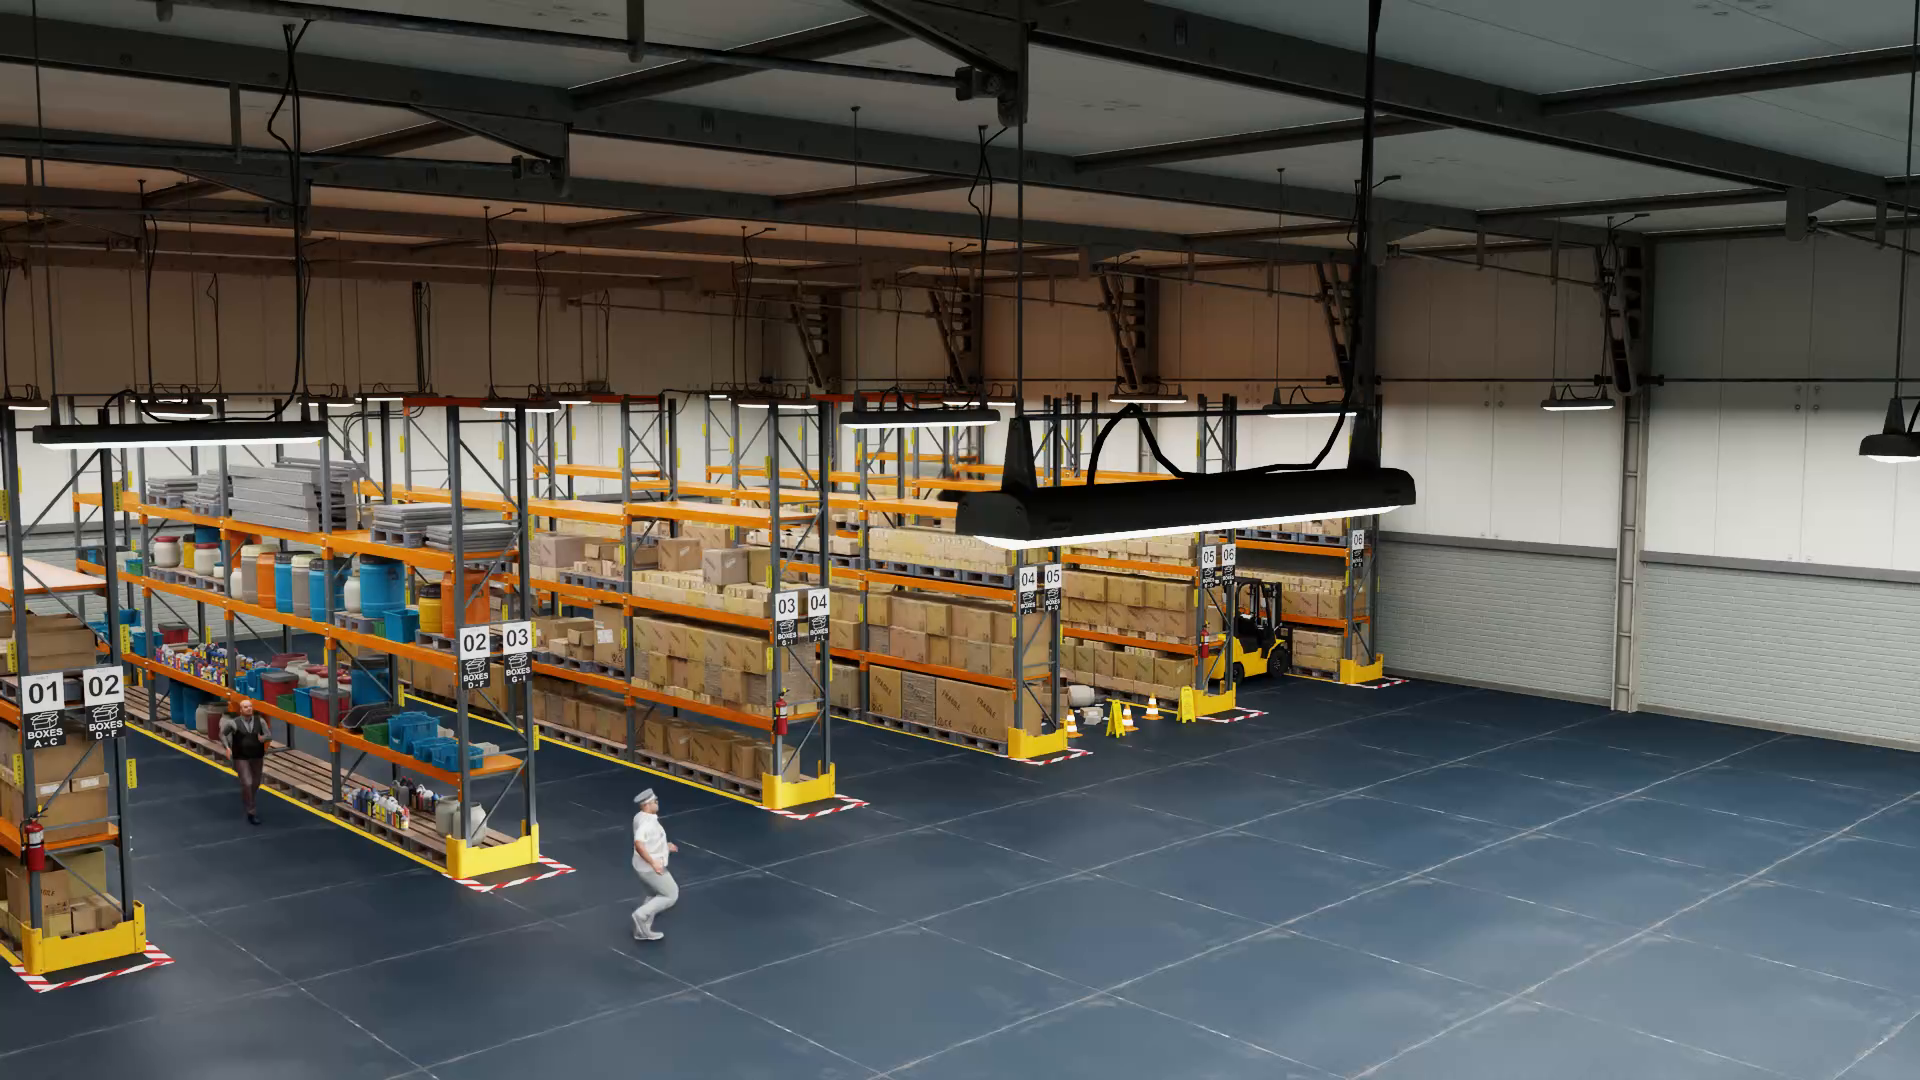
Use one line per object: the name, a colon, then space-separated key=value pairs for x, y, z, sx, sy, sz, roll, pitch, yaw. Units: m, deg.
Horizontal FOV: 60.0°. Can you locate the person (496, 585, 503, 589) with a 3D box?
person: x=-10.652 y=1.846 z=38.202 sx=0.676 sy=1.594 sz=0.734 roll=-1 pitch=6 yaw=-10

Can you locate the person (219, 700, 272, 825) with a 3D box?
person: x=-10.202 y=3.145 z=23.846 sx=0.652 sy=1.716 sz=0.960 roll=-5 pitch=8 yaw=-43

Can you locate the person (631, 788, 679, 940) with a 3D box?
person: x=-3.451 y=3.653 z=18.753 sx=0.591 sy=1.739 sz=0.658 roll=-2 pitch=6 yaw=-22
